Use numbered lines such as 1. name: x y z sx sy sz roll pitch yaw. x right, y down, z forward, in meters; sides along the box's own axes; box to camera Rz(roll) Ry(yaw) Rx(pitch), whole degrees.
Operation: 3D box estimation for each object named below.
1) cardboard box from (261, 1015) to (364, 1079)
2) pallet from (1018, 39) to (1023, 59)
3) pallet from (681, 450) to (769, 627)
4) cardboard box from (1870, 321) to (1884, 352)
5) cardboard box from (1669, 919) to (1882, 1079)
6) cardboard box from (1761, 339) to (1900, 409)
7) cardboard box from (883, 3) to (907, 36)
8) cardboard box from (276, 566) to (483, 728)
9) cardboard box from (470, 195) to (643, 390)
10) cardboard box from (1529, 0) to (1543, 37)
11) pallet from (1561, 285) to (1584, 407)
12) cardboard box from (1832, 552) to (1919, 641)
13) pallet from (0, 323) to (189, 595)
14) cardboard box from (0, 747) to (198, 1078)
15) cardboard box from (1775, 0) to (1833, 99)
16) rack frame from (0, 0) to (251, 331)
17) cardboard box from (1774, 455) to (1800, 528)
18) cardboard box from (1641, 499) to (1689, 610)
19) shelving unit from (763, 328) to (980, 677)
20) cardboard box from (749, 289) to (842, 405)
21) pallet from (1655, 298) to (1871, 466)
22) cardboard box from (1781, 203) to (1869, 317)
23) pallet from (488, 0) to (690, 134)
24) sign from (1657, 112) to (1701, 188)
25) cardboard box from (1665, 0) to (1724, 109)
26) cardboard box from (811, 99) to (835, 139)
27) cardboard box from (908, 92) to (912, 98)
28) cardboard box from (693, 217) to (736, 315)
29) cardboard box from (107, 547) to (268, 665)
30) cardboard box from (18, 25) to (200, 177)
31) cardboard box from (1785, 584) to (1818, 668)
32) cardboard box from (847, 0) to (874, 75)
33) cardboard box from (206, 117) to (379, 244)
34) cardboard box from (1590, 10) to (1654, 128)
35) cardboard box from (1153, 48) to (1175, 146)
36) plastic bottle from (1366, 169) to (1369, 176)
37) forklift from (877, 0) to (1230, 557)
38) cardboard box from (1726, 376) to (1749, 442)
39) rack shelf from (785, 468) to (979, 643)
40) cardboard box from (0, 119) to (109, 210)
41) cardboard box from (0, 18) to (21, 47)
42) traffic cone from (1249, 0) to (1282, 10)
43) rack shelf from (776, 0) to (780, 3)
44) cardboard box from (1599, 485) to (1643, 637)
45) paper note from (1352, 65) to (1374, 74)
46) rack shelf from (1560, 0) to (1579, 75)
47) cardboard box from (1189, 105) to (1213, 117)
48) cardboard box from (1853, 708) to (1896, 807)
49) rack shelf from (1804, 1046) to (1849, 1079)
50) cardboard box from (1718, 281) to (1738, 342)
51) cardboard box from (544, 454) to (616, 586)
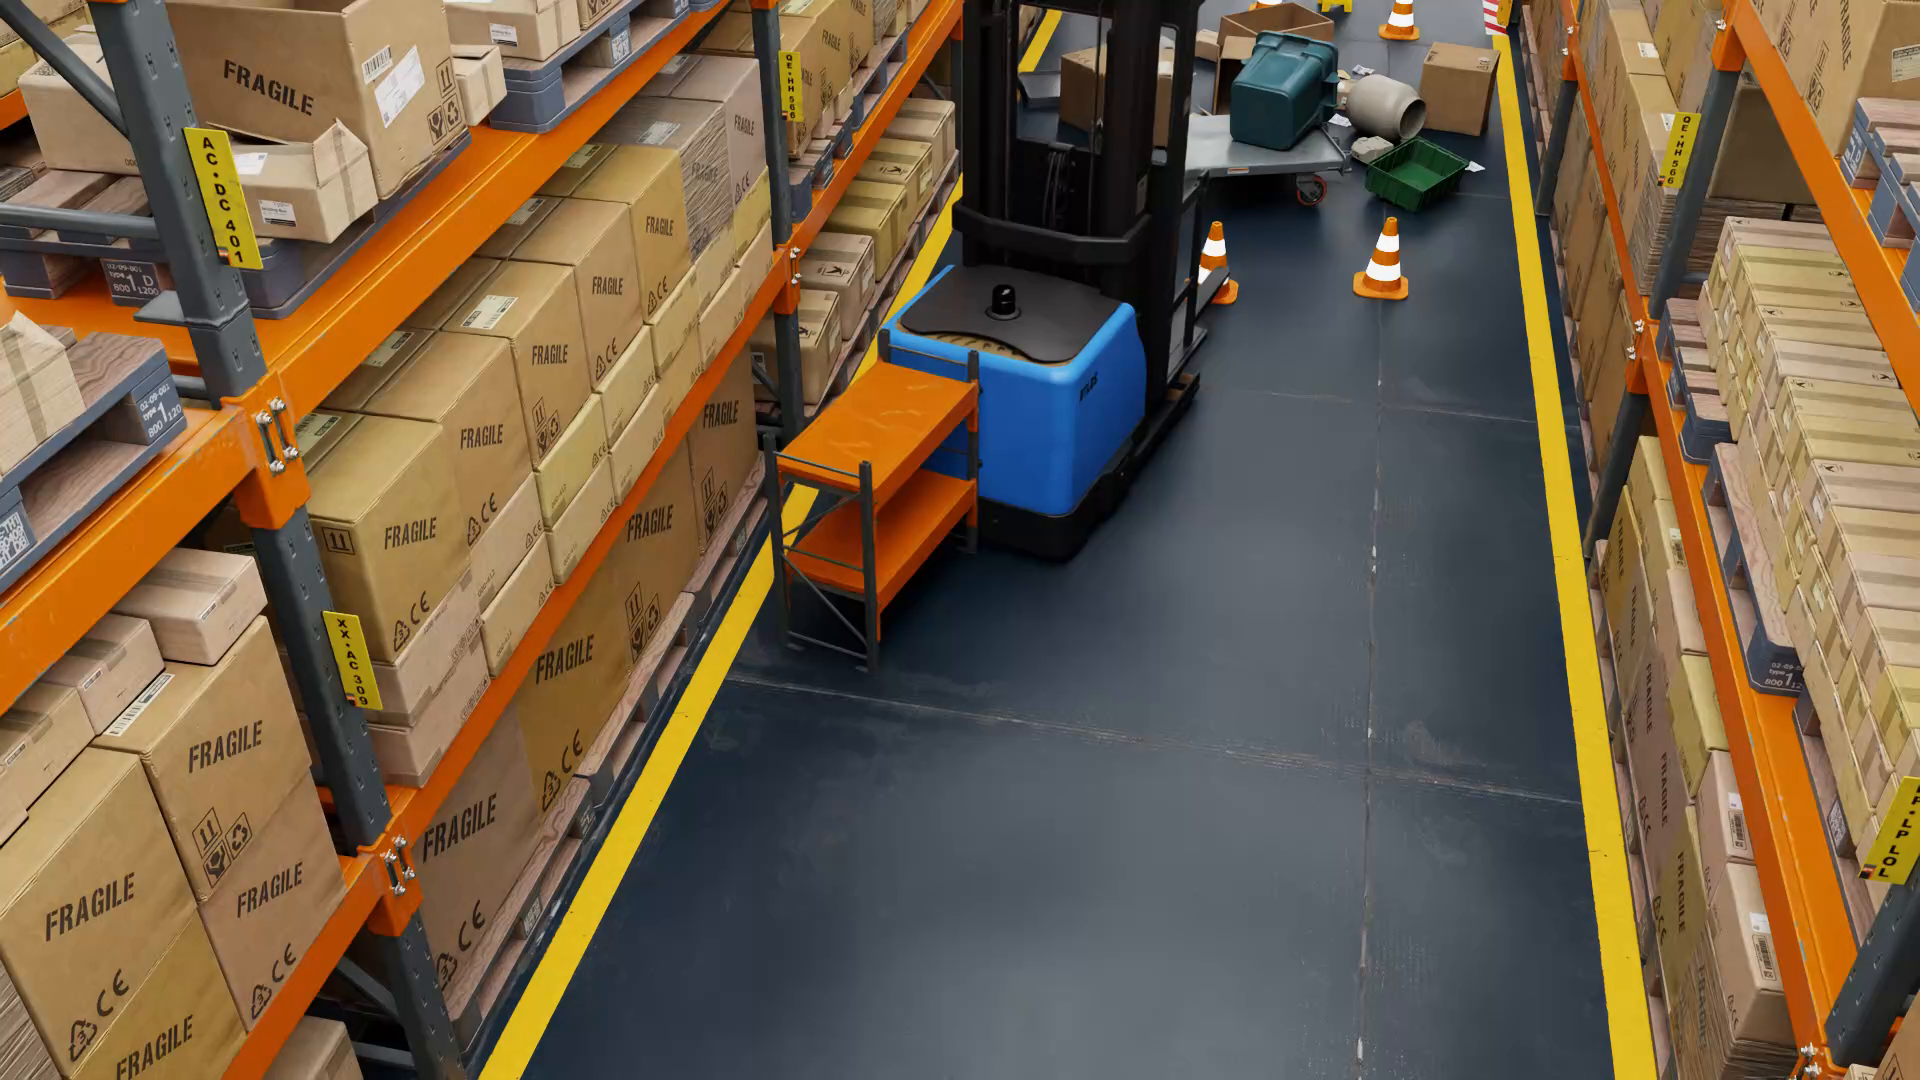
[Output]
1. cardboard box: -2.402 1.852 4.963 0.875 0.438 0.875 7 36 9
2. pallet: -0.087 -3.910 13.465 1.003 0.211 1.213 7 37 10
3. pallet: -1.551 -0.083 8.185 1.003 0.211 1.213 7 37 10
4. cardboard box: 3.893 -0.820 6.682 0.380 0.149 0.250 8 37 11
5. cardboard box: 2.606 1.587 5.276 0.500 0.500 0.500 7 36 9
6. cardboard box: 3.036 -0.559 5.815 0.380 0.149 0.250 9 37 12
7. cardboard box: -0.526 -3.103 9.832 0.380 0.149 0.250 7 37 10
8. cardboard box: -1.793 0.280 5.009 0.500 0.250 0.500 6 36 9
9. cardboard box: -1.493 -0.902 6.002 0.500 0.500 0.500 7 36 9
10. cardboard box: 5.177 -4.591 13.481 0.875 0.875 0.875 8 37 10
11. pallet: 4.054 -1.103 9.592 1.003 0.211 1.213 7 37 10
12. cardboard box: 2.759 0.185 4.788 0.380 0.149 0.250 7 37 10
13. pallet: -2.348 -0.072 3.313 1.003 0.211 1.213 7 37 10
14. cardboard box: -2.110 0.788 3.669 0.500 0.500 0.500 7 36 9
15. cardboard box: 3.067 -1.766 5.489 0.500 0.500 0.500 7 37 10
16. rack frame: -2.163 -1.791 3.052 1.000 3.000 0.127 7 37 10
17. cardboard box: 2.922 -0.135 5.483 0.380 0.149 0.250 9 37 12
18. cardboard box: 3.057 0.102 6.686 0.500 0.250 0.500 7 37 9
19. shelving unit: -0.367 -0.186 7.548 0.538 1.125 1.048 16 39 21
20. cardboard box: -1.178 -1.083 9.070 0.950 0.372 0.625 5 36 7
21. pallet: 3.501 -0.592 6.675 1.213 0.211 1.003 7 37 10
22. cardboard box: 3.909 -1.356 7.480 0.500 0.500 0.500 8 37 10
23. pallet: -1.630 -1.775 5.748 1.003 0.211 1.213 9 37 12
24. sign: 3.006 -1.629 6.954 0.100 0.325 0.005 7 37 10
25. cardboard box: 3.869 -2.378 8.038 0.700 0.500 0.500 7 36 9
26. cardboard box: -0.861 -2.195 8.579 0.380 0.149 0.250 5 36 7
27. cardboard box: -0.590 -3.377 12.339 0.500 0.250 0.500 9 37 12
28. cardboard box: -1.270 -1.192 7.041 0.500 0.250 0.500 6 36 9
29. cardboard box: -1.918 0.147 4.001 0.380 0.149 0.250 7 36 9
30. cardboard box: -2.180 -1.242 4.569 0.500 0.311 0.500 7 37 10
31. cardboard box: 2.804 0.285 5.157 0.380 0.149 0.250 6 36 8
32. cardboard box: -0.775 -2.819 8.888 0.500 0.500 0.500 8 37 11
33. cardboard box: -1.714 -0.935 4.184 0.396 0.266 0.258 7 37 10
34. cardboard box: 3.812 -2.582 9.171 0.500 0.500 0.500 7 37 10
35. cardboard box: 1.291 -3.036 11.368 0.500 0.500 0.500 7 37 10
36. plastic bottle: 2.988 -2.543 11.707 0.133 0.061 0.283 -11 37 -14
37. forklift: 0.691 -1.957 8.452 1.130 2.935 3.031 16 39 21
38. cardboard box: 3.085 -0.466 6.193 0.380 0.149 0.250 9 37 12
39. rack shelf: -0.367 0.012 7.692 0.538 0.278 1.000 16 39 21
40. cardboard box: -5.880 -2.215 10.415 0.875 0.625 0.625 8 37 11
41. cardboard box: -5.717 -2.927 9.434 0.500 0.250 0.500 8 37 11
42. traffic cone: 2.726 -4.861 14.563 0.336 0.463 0.334 7 37 10
43. rack shelf: -0.881 -3.724 8.890 1.077 0.370 4.000 7 37 10
44. cardboard box: 3.149 0.124 7.296 0.500 0.500 0.500 6 36 8
45. paper note: 3.273 -3.813 13.487 0.144 0.017 0.142 20 41 26
46. rack shelf: 4.830 -4.241 12.158 1.077 0.370 4.000 7 37 10
47. cardboard box: 1.817 -3.039 12.217 0.258 0.266 0.396 -17 39 -22
48. cardboard box: 2.642 0.608 4.457 0.380 0.149 0.250 8 37 10
49. rack shelf: 2.267 2.639 2.666 1.077 0.370 4.000 7 37 10
50. cardboard box: 3.194 -0.873 6.501 0.380 0.149 0.250 9 37 12
51. cardboard box: -1.577 -0.109 5.971 0.500 0.250 0.500 7 37 10
